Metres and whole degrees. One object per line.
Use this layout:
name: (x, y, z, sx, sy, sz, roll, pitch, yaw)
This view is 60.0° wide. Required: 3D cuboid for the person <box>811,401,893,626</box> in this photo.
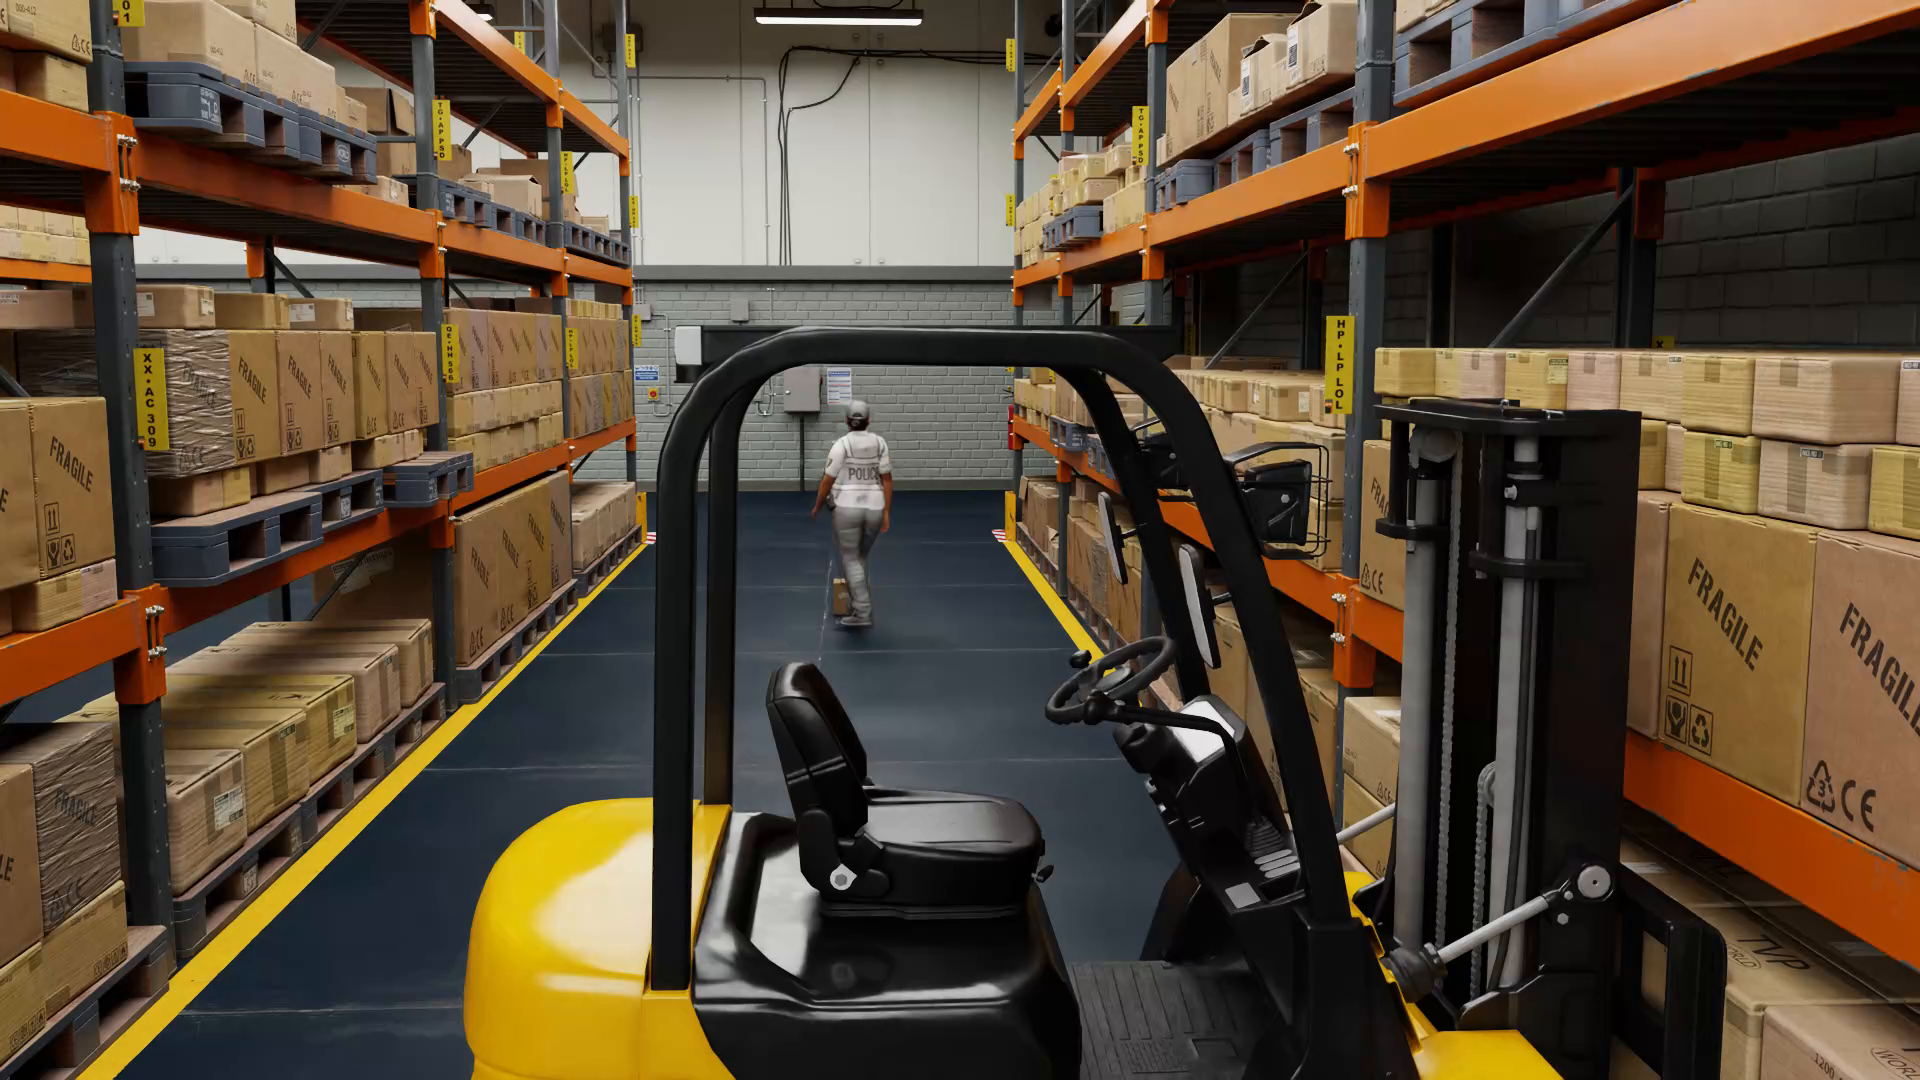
person: (-0.807, -0.161, 12.252, 0.498, 1.731, 0.587, -6, 9, -39)
